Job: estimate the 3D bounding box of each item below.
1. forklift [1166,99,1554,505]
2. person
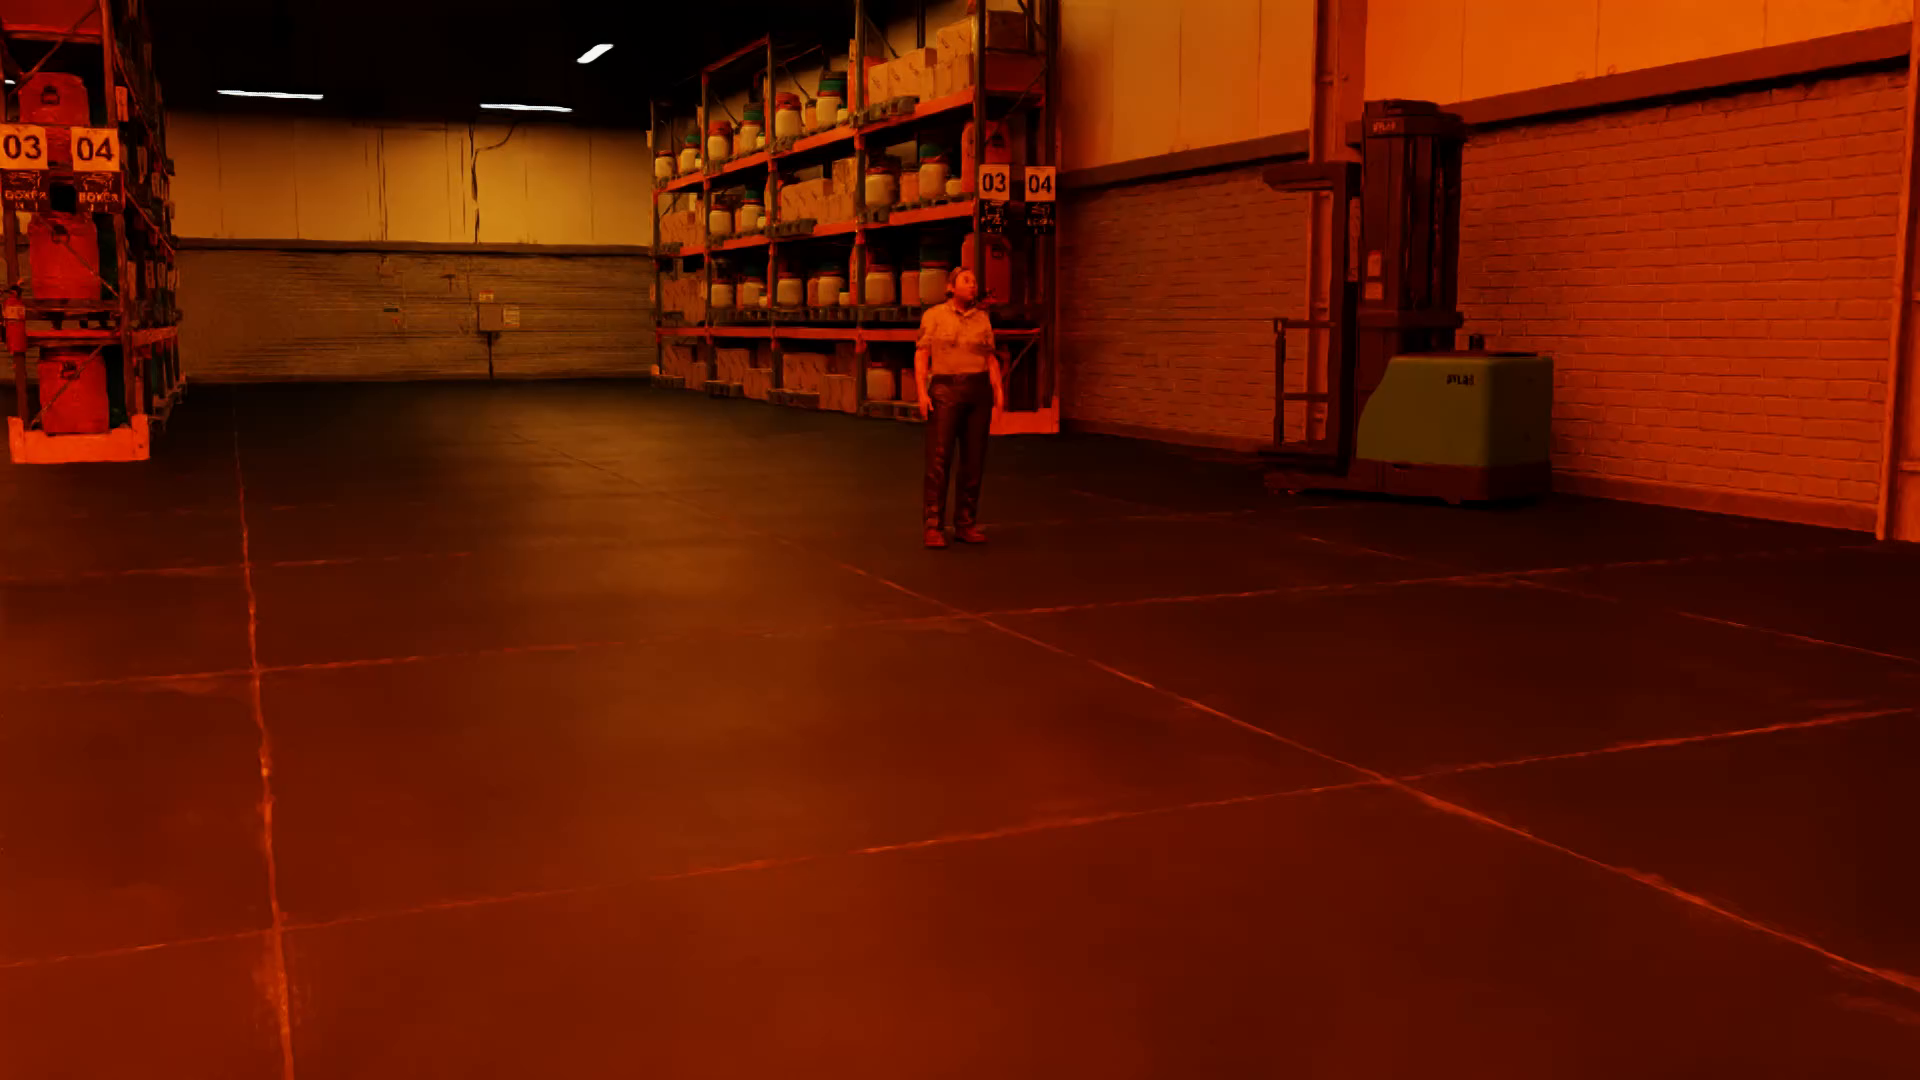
[{"bbox_3d":[3.015,-1.845,12.936,1.130,2.935,3.031,-7,10,-43],"label":"forklift"},{"bbox_3d":[0.015,-0.807,9.955,0.599,1.640,0.502,-3,8,-23],"label":"person"}]
